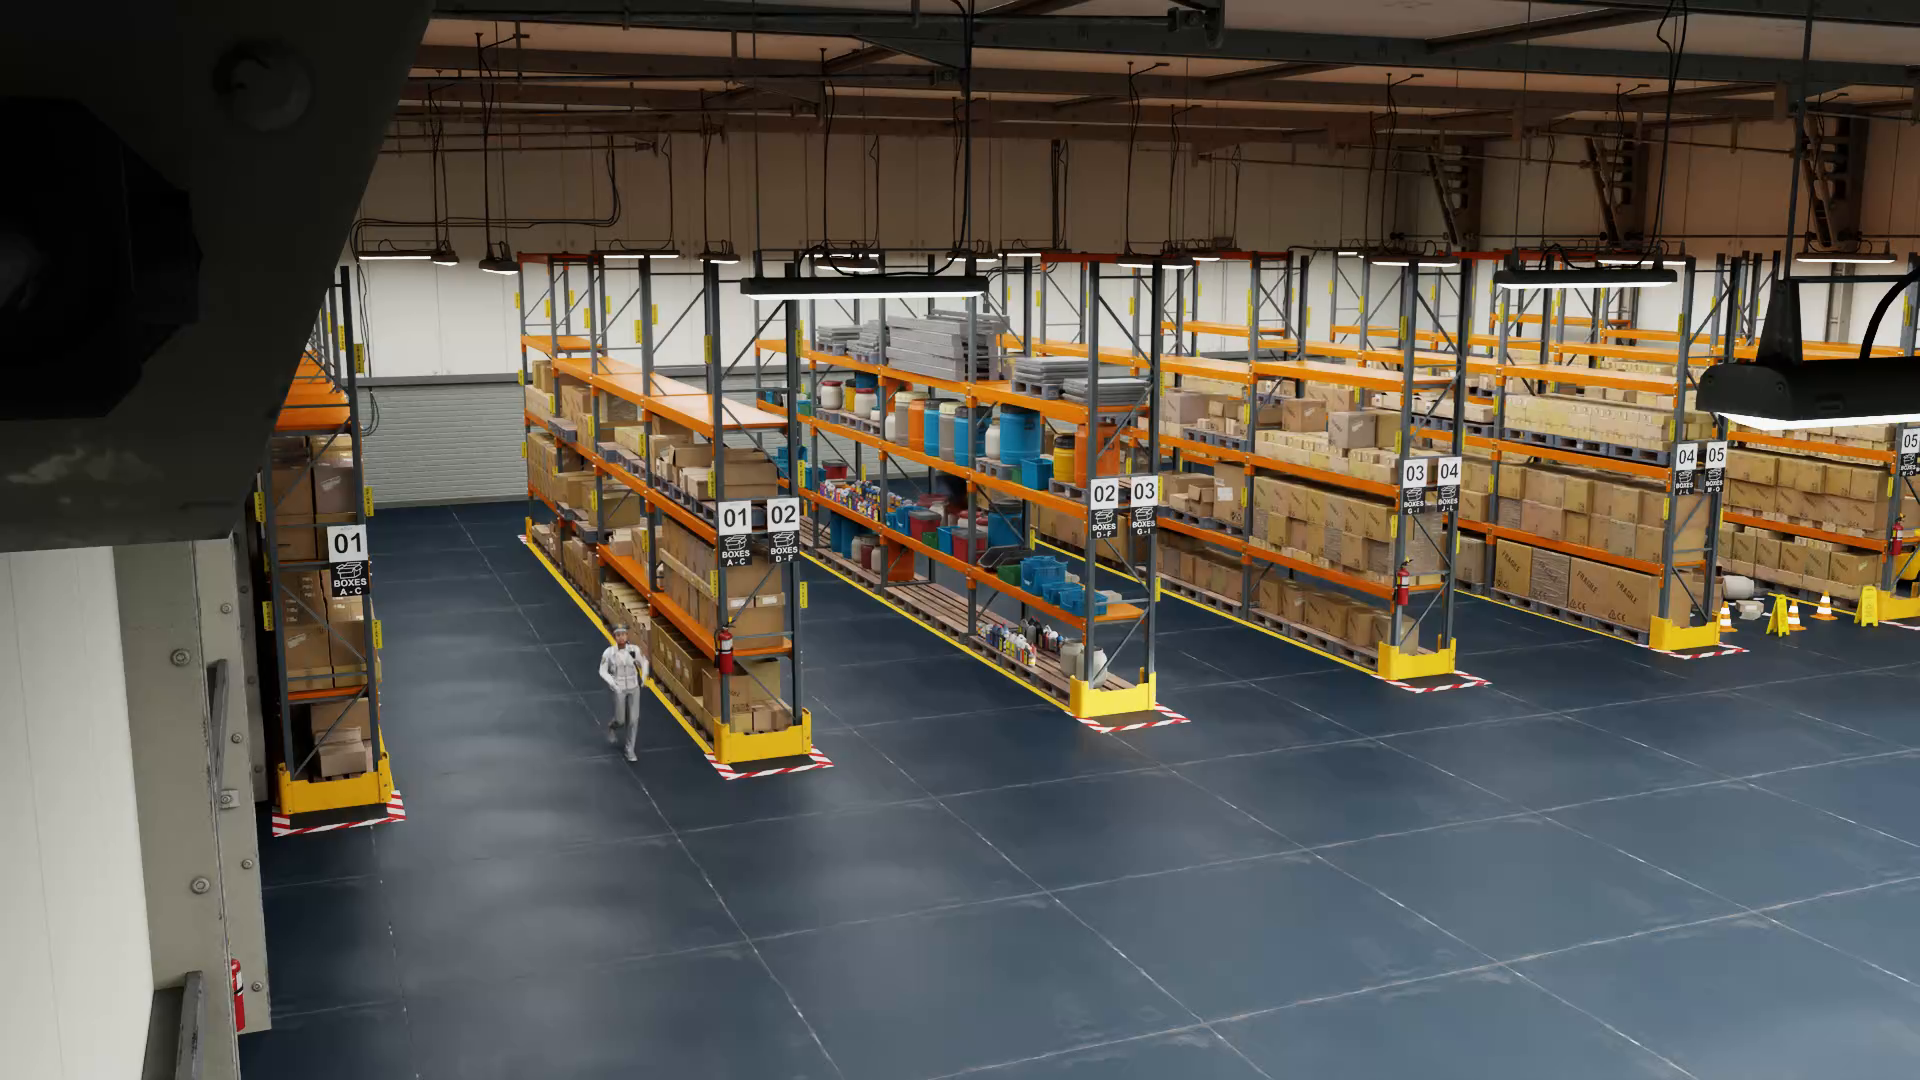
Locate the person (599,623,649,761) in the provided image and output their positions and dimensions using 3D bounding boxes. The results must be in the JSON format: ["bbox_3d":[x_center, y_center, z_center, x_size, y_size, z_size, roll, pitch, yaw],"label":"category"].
[{"bbox_3d":[-4.091,1.840,20.434,0.625,1.642,0.724,-4,11,-19],"label":"person"}]

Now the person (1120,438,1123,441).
[{"bbox_3d":[3.699,-1.635,39.722,0.640,1.589,0.745,-1,10,-6],"label":"person"}]
